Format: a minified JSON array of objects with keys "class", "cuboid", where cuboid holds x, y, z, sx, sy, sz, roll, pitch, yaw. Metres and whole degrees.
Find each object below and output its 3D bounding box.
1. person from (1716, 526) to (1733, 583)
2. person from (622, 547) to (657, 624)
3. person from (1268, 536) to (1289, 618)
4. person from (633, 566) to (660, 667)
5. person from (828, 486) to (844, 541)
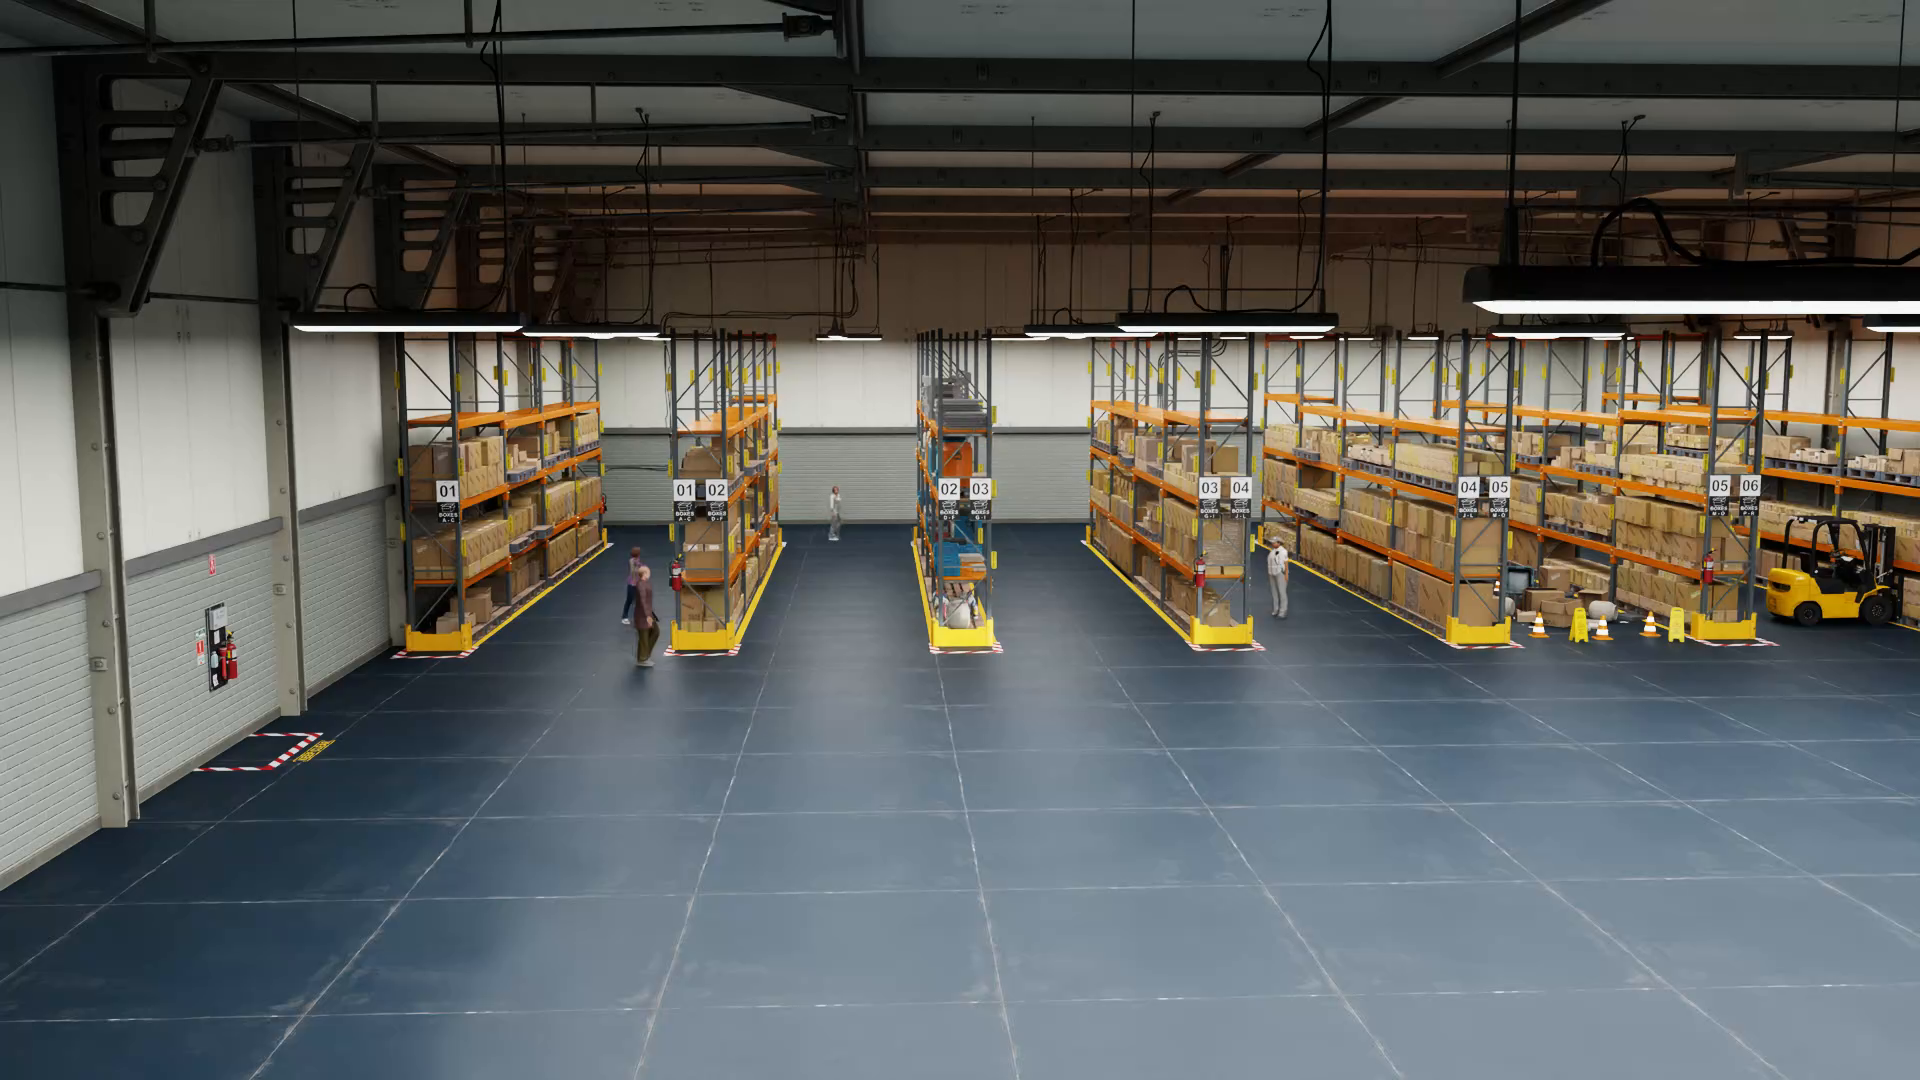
[{"class":"person","cuboid":[17.817,0.259,38.919,0.651,1.783,0.777,-2,7,-15]},{"class":"person","cuboid":[-6.610,0.918,34.096,0.614,1.585,0.574,2,7,18]},{"class":"person","cuboid":[6.735,0.763,35.141,0.459,1.678,0.618,-4,8,-30]},{"class":"person","cuboid":[-5.620,1.365,29.666,0.455,1.802,0.675,1,7,5]},{"class":"person","cuboid":[-3.622,-0.760,48.388,0.436,1.608,0.464,1,7,7]}]
